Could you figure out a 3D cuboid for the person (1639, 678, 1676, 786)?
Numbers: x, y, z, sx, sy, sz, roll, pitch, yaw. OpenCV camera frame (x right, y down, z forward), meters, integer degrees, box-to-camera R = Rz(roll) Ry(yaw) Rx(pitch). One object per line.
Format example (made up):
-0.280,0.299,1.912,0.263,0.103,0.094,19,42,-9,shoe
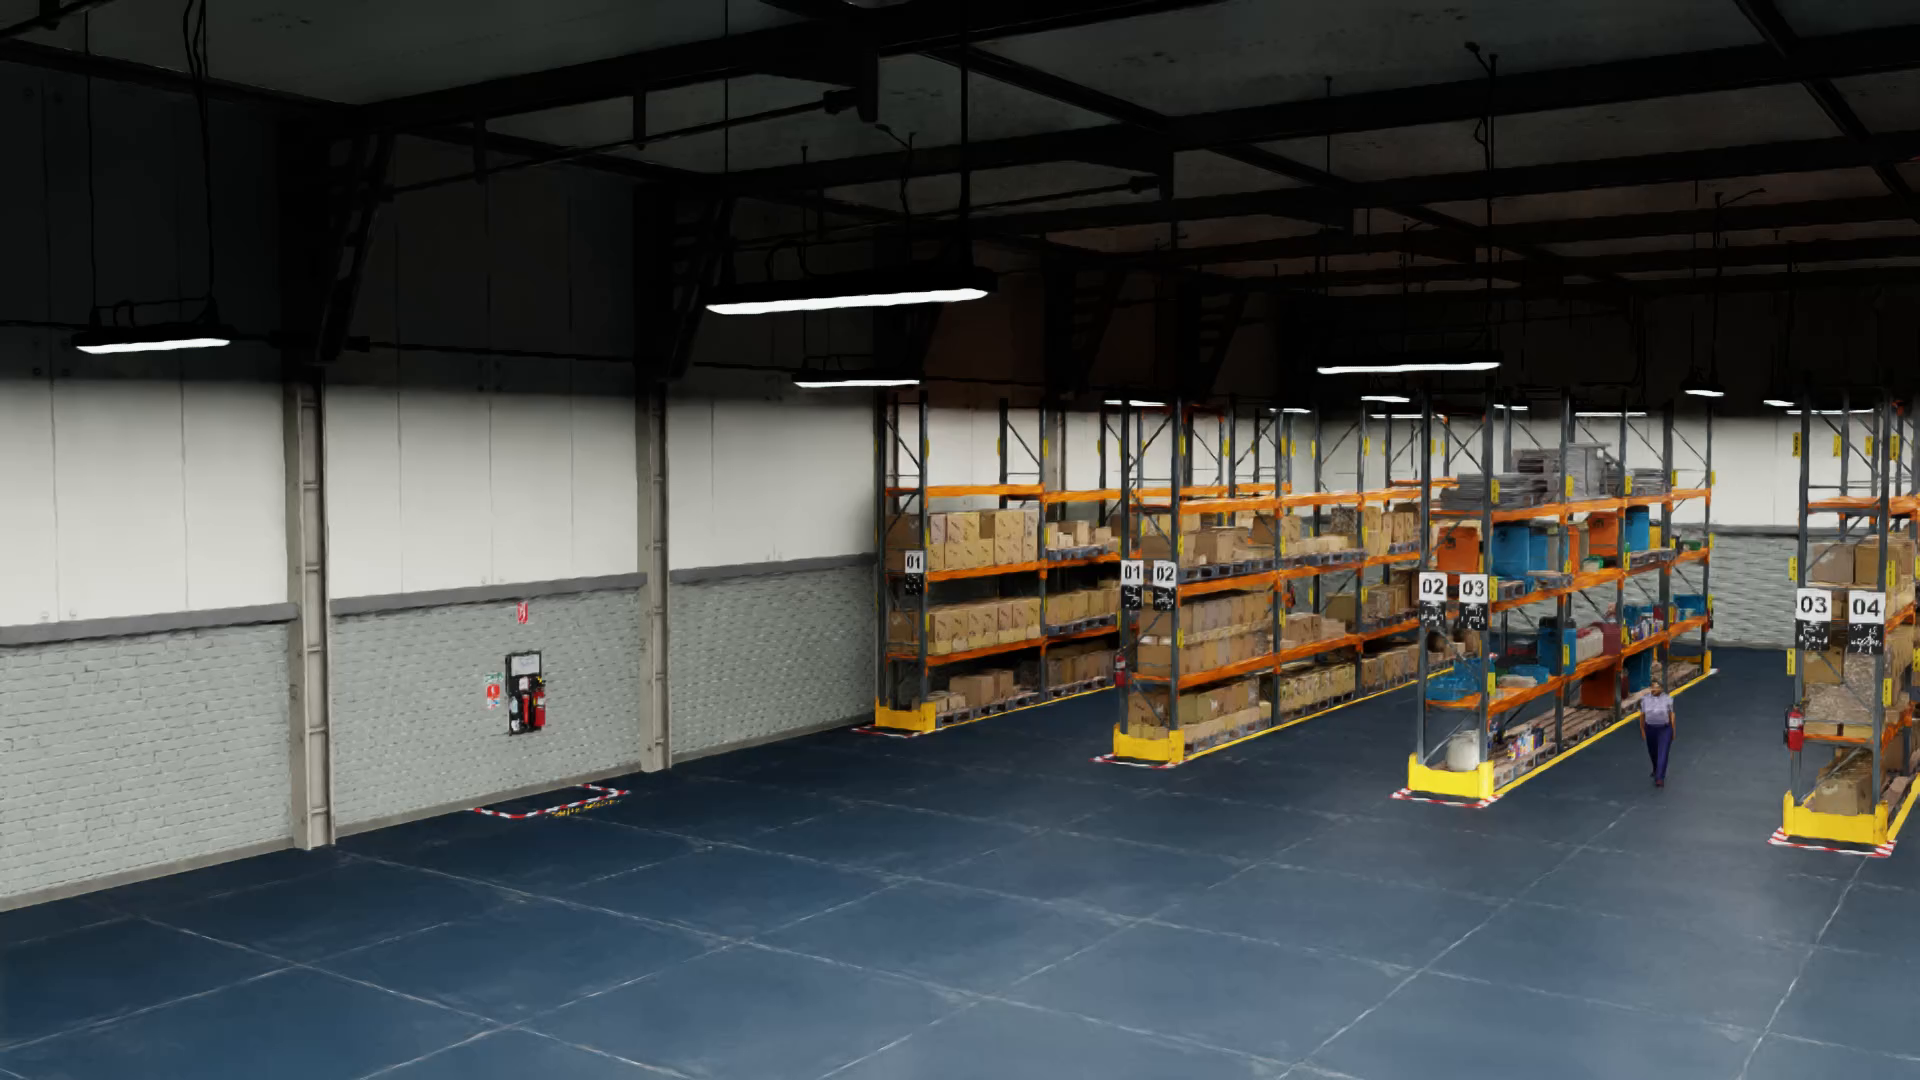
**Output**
10.379,2.820,24.795,0.479,1.550,1.090,2,4,37,person

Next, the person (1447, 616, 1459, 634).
13.298,1.733,44.150,0.657,1.652,0.492,0,3,-8,person

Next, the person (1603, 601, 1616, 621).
13.838,2.169,35.351,1.012,1.739,0.624,-2,4,-29,person
